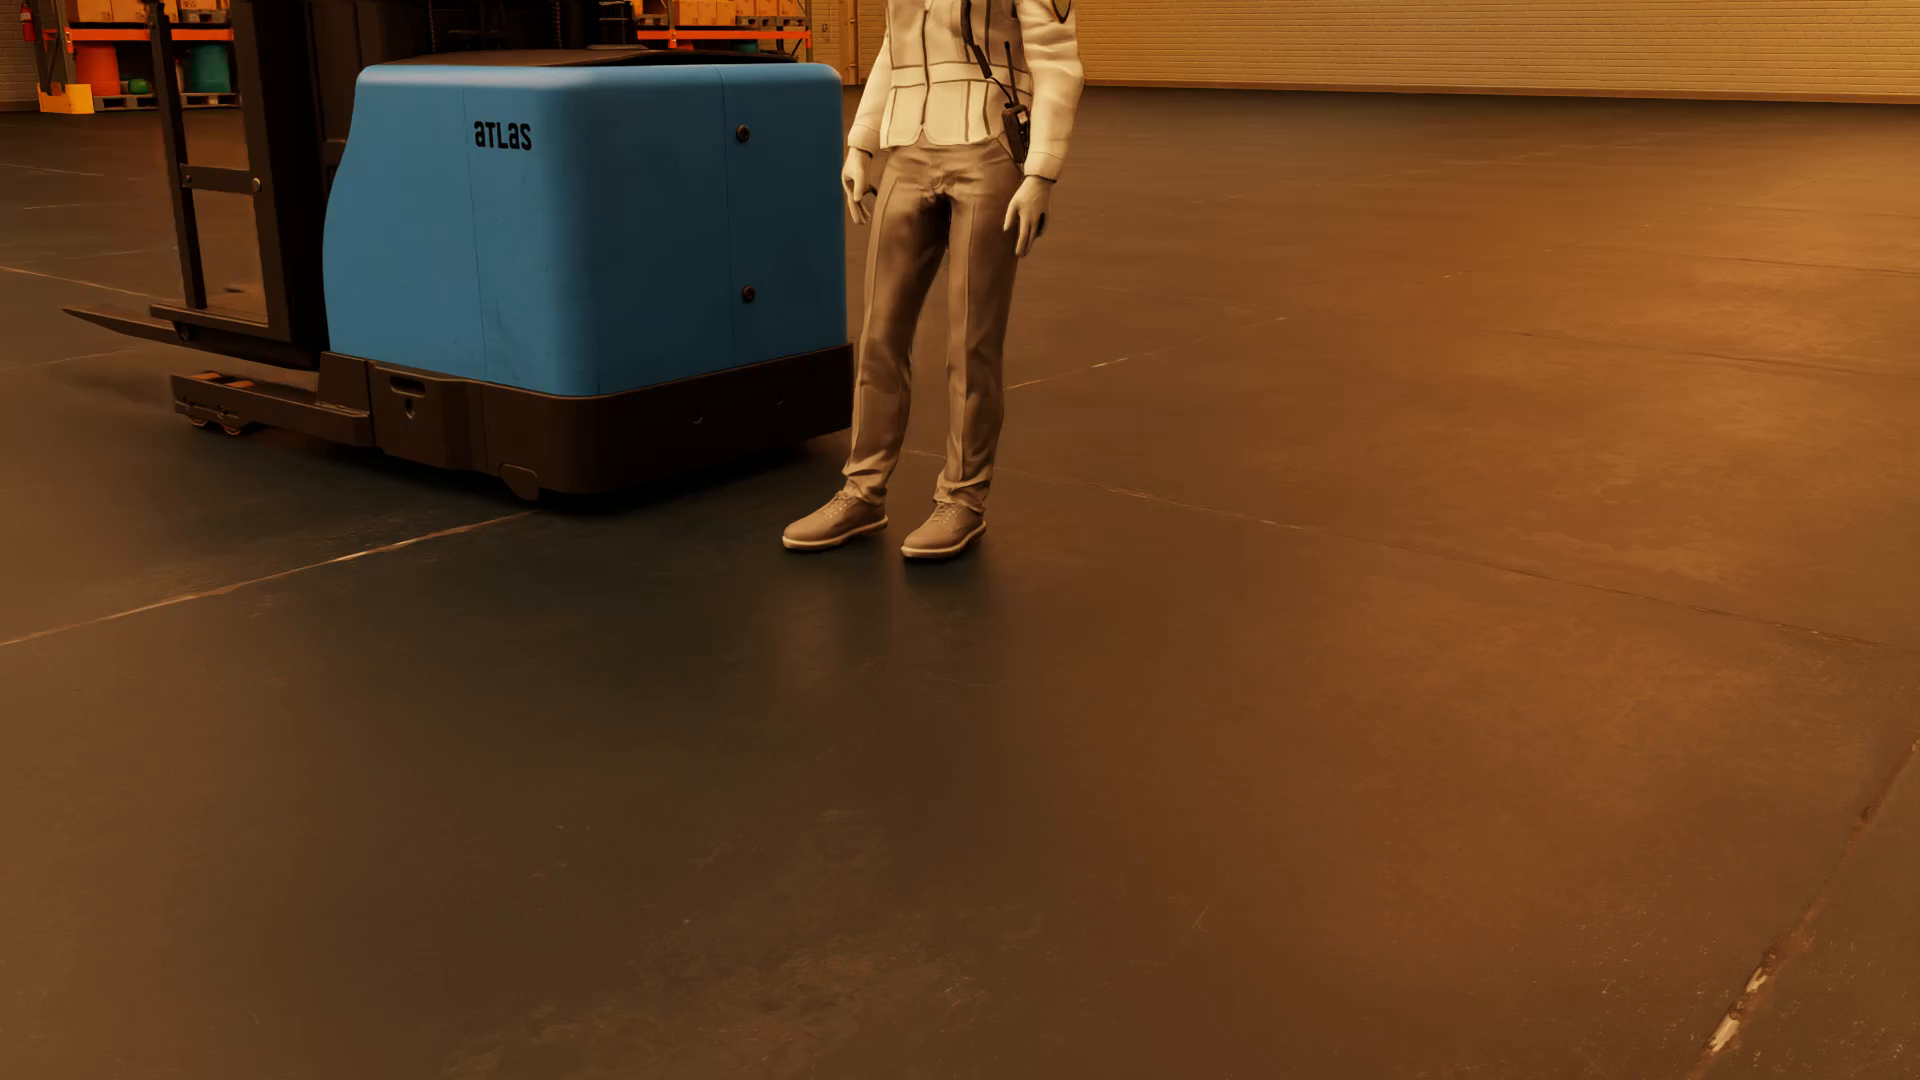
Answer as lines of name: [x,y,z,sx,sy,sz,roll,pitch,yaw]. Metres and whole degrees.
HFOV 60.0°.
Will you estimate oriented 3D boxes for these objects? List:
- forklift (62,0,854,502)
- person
forklift: [-1.780,-1.821,4.895,3.031,2.935,1.130,13,21,36]
person: [-0.048,-0.800,3.644,0.602,1.693,0.509,12,21,35]
